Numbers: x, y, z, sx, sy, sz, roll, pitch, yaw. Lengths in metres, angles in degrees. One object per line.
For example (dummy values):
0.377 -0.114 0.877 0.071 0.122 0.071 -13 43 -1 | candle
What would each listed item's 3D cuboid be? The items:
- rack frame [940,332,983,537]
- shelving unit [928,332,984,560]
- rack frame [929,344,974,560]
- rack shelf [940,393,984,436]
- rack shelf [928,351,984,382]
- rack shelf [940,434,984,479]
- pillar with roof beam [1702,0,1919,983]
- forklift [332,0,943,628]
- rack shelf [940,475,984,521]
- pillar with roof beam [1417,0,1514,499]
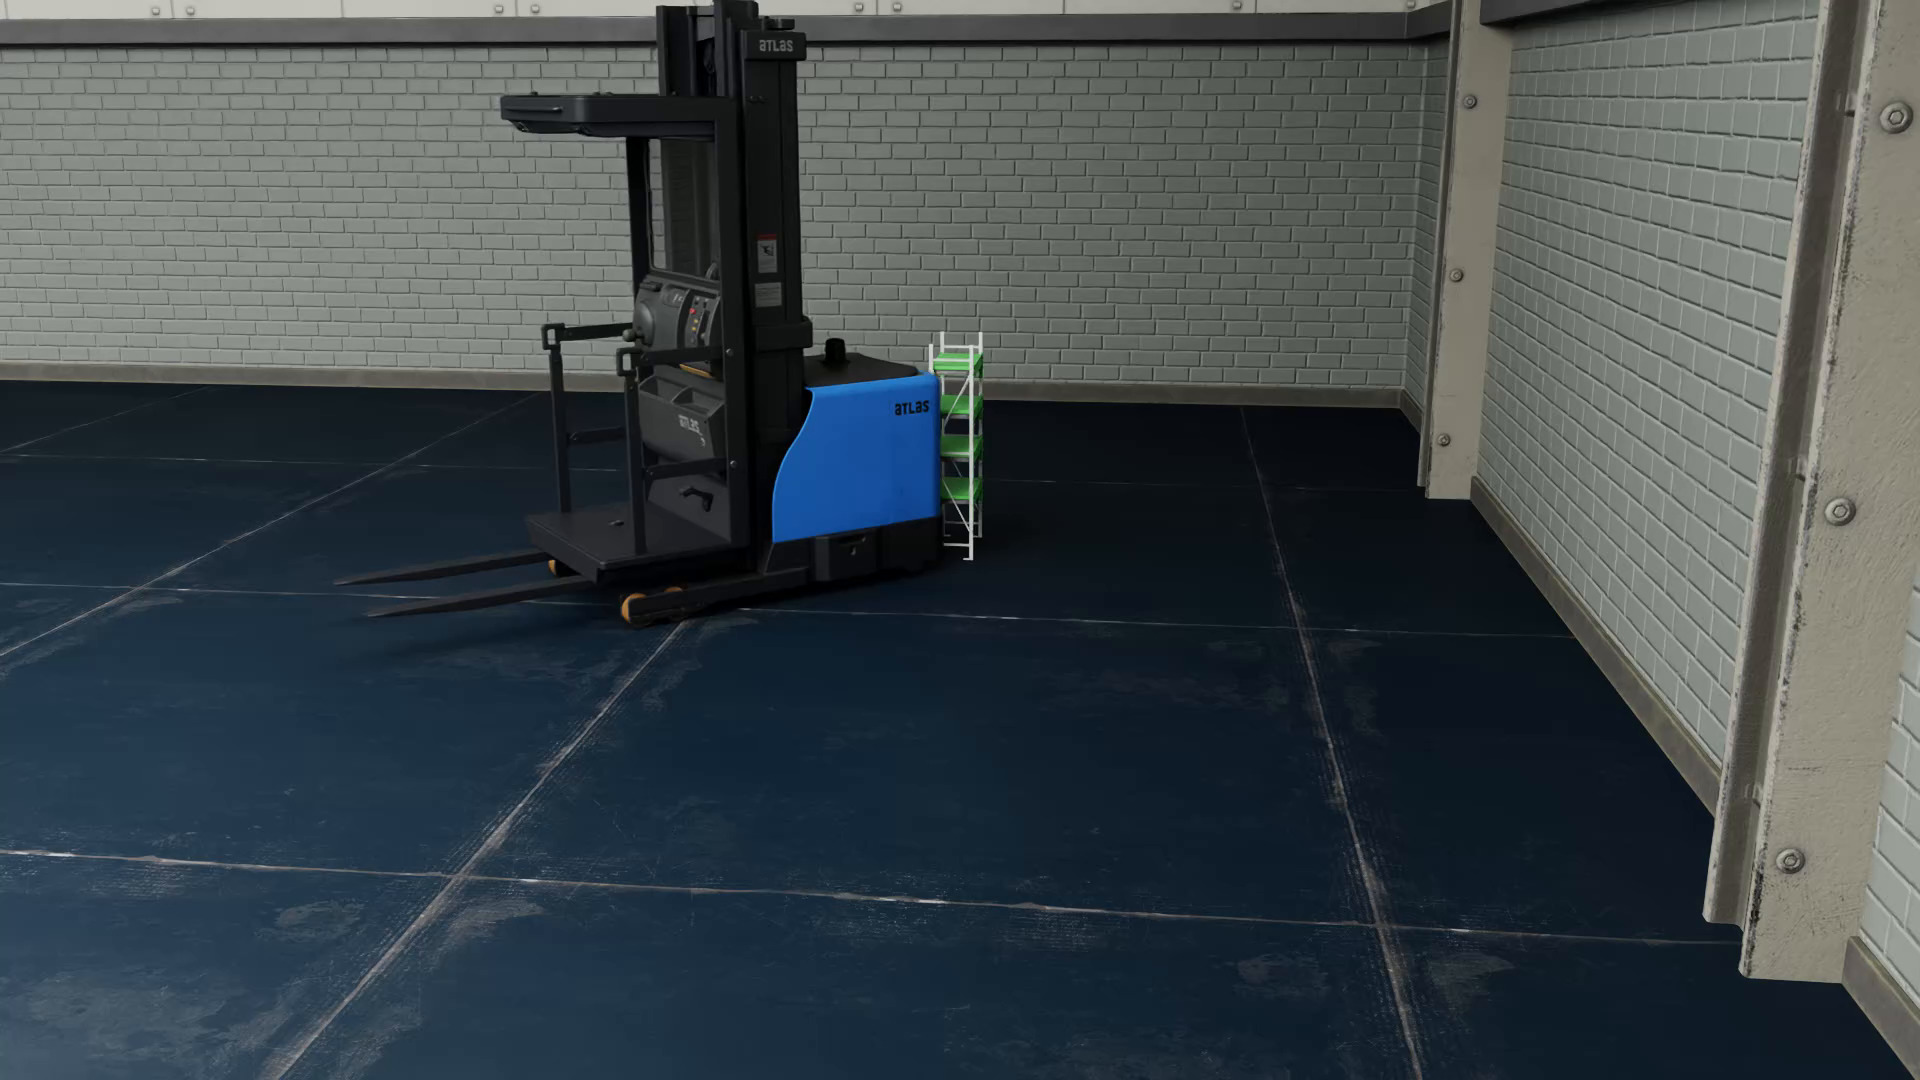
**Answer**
0.009 -0.600 9.581 0.240 1.200 0.015 2 15 6 | rack frame
-0.019 -0.536 9.347 0.258 1.200 0.503 2 15 6 | shelving unit
-0.046 -0.473 9.113 0.240 1.200 0.015 2 15 6 | rack frame
-0.019 -0.706 9.301 0.258 0.148 0.480 2 15 6 | rack shelf
-0.019 -0.938 9.238 0.258 0.148 0.480 2 15 6 | rack shelf
-0.019 -0.475 9.363 0.258 0.148 0.480 2 15 6 | rack shelf
-1.792 -3.229 4.364 9.100 9.000 0.400 2 15 6 | pillar with roof beam
-1.602 -1.145 8.283 3.031 2.935 1.130 -10 18 -32 | forklift
-0.019 -0.243 9.426 0.258 0.148 0.480 2 15 6 | rack shelf
-1.115 -4.785 10.119 9.100 9.000 0.400 2 15 6 | pillar with roof beam
